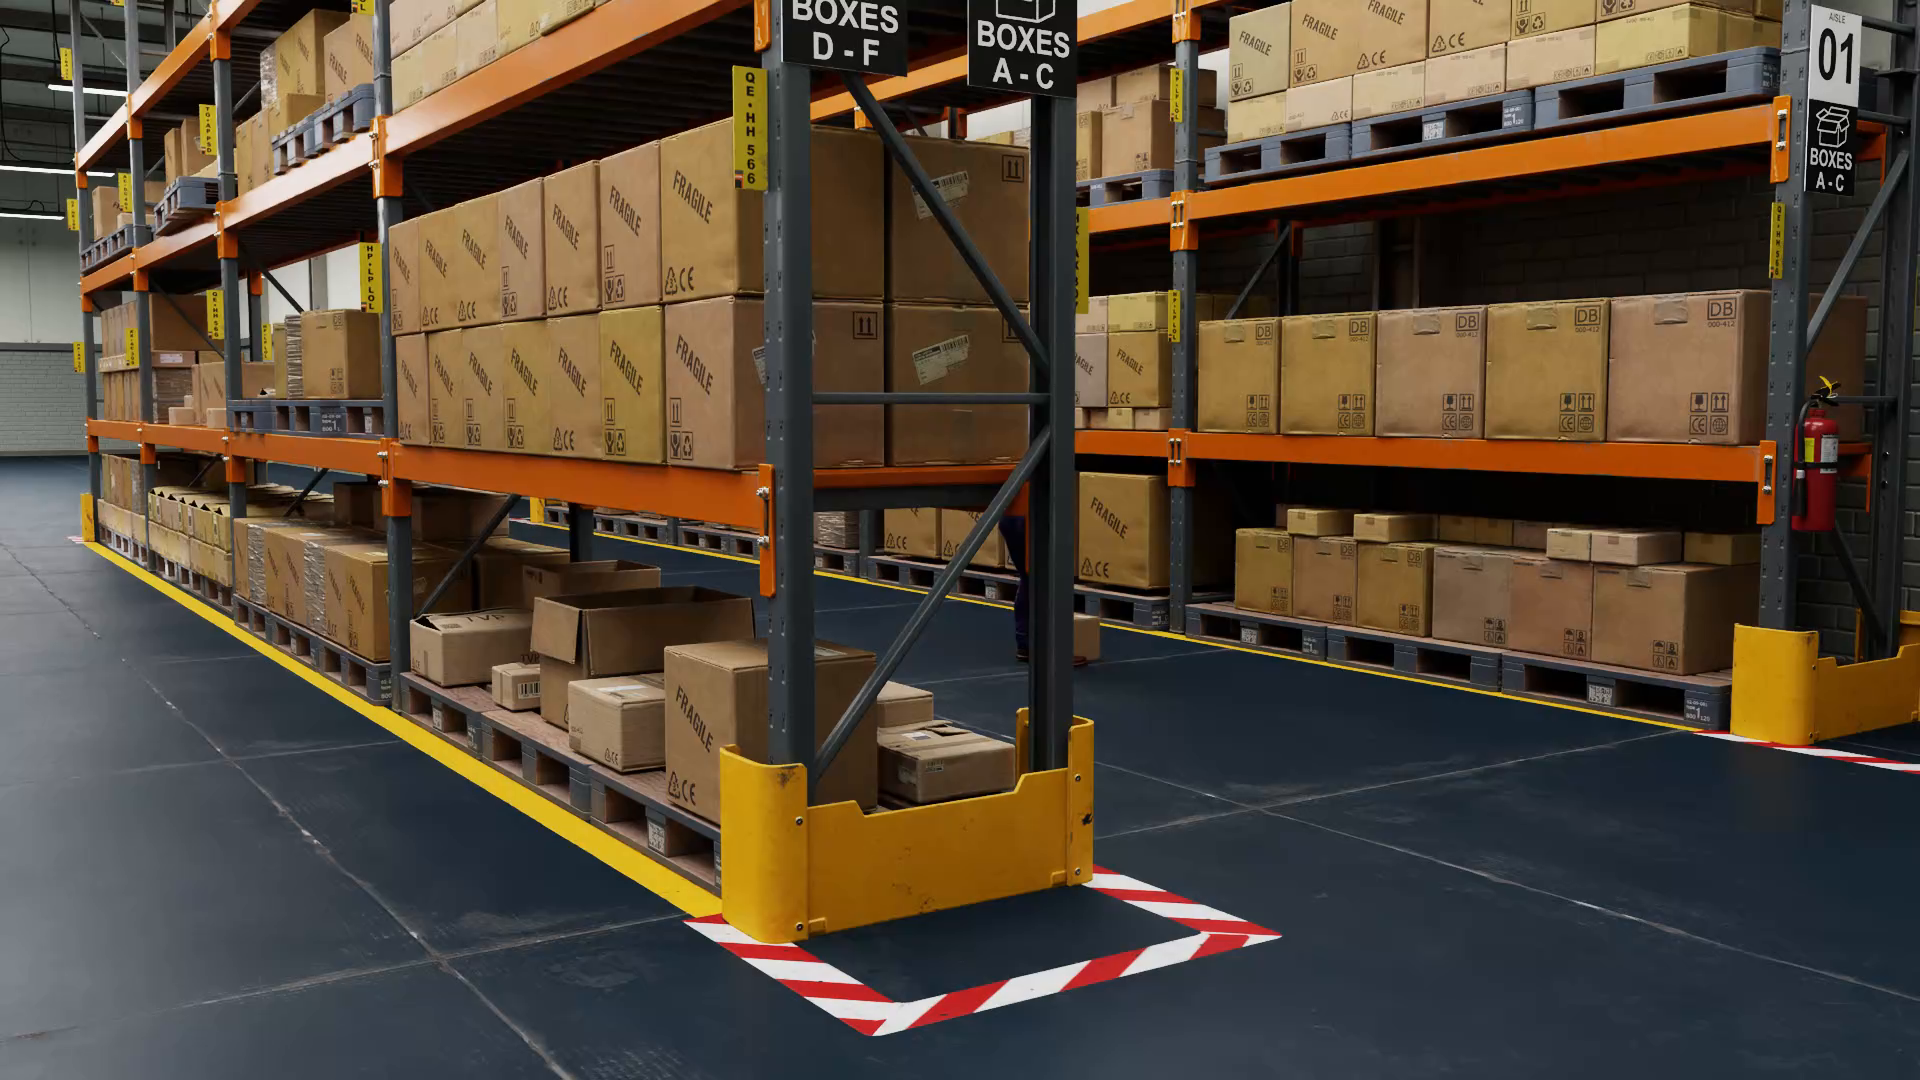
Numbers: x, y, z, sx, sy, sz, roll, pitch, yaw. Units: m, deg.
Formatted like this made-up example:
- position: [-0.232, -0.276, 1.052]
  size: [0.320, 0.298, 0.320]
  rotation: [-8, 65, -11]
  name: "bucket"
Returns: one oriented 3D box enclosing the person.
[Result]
- position: [0.467, -0.117, 9.531]
  size: [0.425, 1.651, 0.558]
  rotation: [-4, 6, -37]
  name: "person"
